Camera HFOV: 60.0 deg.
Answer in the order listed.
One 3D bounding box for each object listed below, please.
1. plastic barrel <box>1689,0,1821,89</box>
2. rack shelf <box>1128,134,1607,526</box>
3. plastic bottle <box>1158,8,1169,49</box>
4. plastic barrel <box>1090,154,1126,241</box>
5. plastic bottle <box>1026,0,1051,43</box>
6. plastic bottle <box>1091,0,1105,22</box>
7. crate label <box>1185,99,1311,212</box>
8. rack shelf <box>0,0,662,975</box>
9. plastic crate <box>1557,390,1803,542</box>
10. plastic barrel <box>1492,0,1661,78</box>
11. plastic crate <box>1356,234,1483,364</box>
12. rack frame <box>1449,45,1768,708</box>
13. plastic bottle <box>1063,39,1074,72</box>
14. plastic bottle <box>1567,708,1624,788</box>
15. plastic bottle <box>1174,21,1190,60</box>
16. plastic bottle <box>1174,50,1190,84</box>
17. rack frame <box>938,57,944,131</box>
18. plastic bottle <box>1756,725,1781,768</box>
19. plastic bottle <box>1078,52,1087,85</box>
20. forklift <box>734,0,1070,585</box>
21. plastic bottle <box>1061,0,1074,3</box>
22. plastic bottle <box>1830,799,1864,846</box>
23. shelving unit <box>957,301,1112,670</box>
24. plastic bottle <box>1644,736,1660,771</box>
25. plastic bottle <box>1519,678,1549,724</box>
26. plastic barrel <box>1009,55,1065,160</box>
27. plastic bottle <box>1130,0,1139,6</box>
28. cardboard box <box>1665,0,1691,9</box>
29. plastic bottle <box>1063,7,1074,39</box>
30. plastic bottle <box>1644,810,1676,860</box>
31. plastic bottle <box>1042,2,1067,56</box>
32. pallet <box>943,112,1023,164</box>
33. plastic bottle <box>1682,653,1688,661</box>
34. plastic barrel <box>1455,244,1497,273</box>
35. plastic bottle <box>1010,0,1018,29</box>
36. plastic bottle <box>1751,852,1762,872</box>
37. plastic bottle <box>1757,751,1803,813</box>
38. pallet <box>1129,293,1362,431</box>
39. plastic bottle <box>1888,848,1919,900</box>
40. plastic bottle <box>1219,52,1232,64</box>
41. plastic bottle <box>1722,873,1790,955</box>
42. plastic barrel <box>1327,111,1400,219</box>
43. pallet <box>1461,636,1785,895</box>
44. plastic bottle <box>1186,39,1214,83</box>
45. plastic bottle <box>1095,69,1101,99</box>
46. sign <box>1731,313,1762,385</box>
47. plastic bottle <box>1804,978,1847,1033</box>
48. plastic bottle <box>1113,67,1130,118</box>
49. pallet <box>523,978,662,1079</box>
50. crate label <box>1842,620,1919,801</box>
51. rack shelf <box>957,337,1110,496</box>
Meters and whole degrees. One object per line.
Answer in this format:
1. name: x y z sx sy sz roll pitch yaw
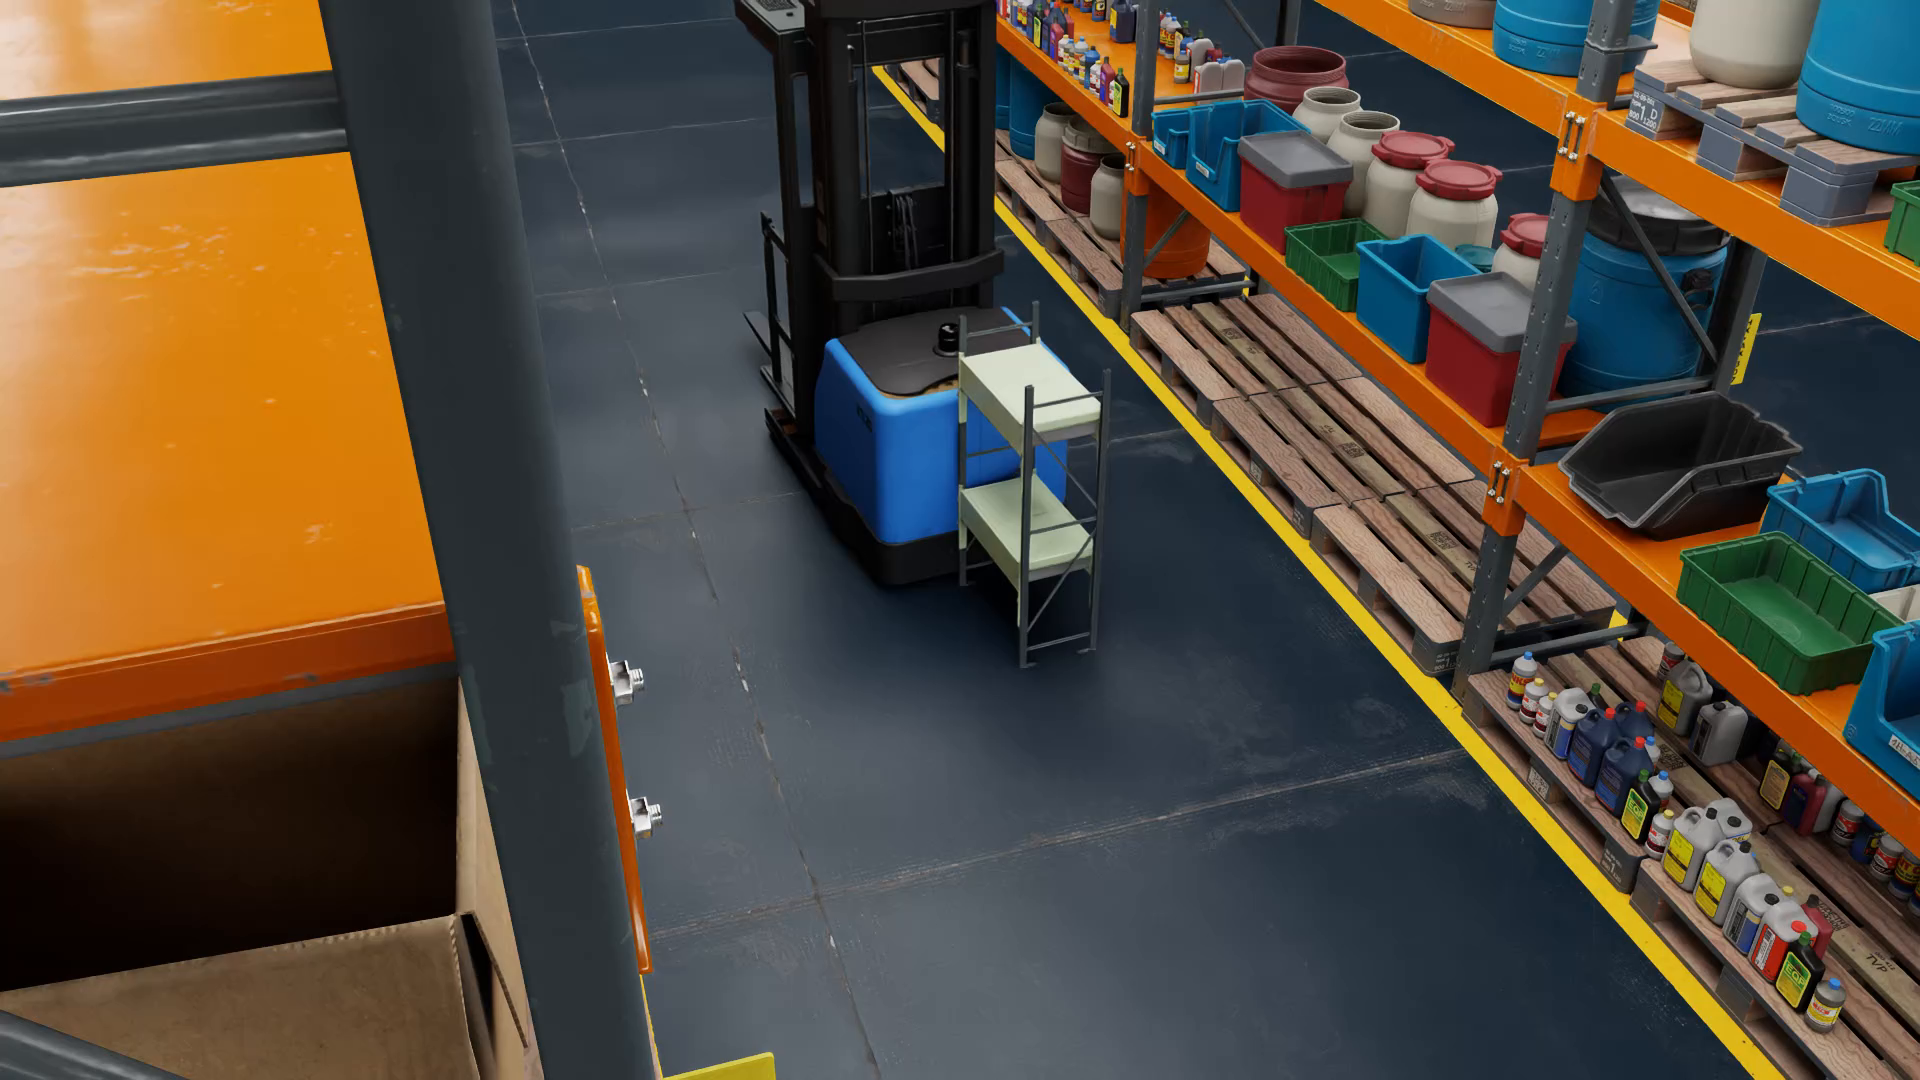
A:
1. plastic barrel: 2.700 -1.810 5.565 0.421 0.512 0.421 0 33 0
2. rack shelf: 2.146 -1.346 8.718 1.077 0.370 4.000 -10 35 -15
3. plastic bottle: 1.402 -3.543 11.497 0.061 0.283 0.133 -10 35 -15
4. plastic barrel: 1.113 -2.368 11.489 0.421 0.512 0.421 0 33 0
5. plastic bottle: 0.551 -3.674 11.633 0.144 0.351 0.185 -10 35 -15
6. plastic bottle: 1.007 -3.910 12.063 0.097 0.271 0.097 0 33 0
7. crate label: 1.581 -2.143 9.241 0.502 0.435 0.616 -10 35 -15
8. rack shelf: -1.353 -0.751 2.739 1.077 0.370 4.000 -10 35 -15
9. plastic crate: 2.794 -0.274 6.499 0.767 0.338 0.504 -10 35 -15
10. plastic barrel: 2.394 -2.287 6.314 0.600 0.901 0.708 -10 35 -15
11. plastic crate: 2.123 -1.116 7.732 0.392 0.384 0.575 -10 35 -15
12. rack frame: 2.756 -0.596 6.931 1.000 3.000 0.127 -10 35 -15
13. plastic bottle: 0.739 -3.245 11.120 0.097 0.201 0.097 0 33 0
14. plastic bottle: 2.607 0.820 6.793 0.144 0.351 0.185 -9 35 -13
15. plastic bottle: 1.502 -3.371 11.236 0.061 0.283 0.133 -10 35 -15
16. plastic bottle: 1.457 -3.107 10.911 0.097 0.201 0.097 0 33 0
17. rack frame: 0.315 -4.796 13.287 1.000 3.000 0.127 -10 35 -15
18. plastic bottle: 3.374 0.823 6.849 0.061 0.283 0.133 -8 34 -12
19. plastic bottle: 0.829 -3.092 10.888 0.097 0.201 0.097 0 33 0
20. forklift: -0.480 -1.802 8.819 1.130 2.935 3.031 -13 36 -19
21. plastic bottle: 0.826 -4.226 12.470 0.144 0.351 0.185 -10 35 -15
22. plastic bottle: 3.492 1.092 6.516 0.097 0.201 0.097 0 33 0
23. shelving unit: 0.320 -0.247 7.764 0.431 1.500 0.755 -13 36 -19
24. plastic bottle: 2.766 0.908 6.730 0.097 0.271 0.097 0 33 0
25. plastic bottle: 2.466 0.683 7.135 0.097 0.201 0.097 0 33 0
26. plastic barrel: 0.681 -3.435 12.751 0.600 0.901 0.708 -10 35 -15
27. plastic bottle: 1.243 -3.769 11.778 0.144 0.351 0.185 -10 35 -15
28. cardboard box: 5.558 -4.323 12.480 0.500 0.500 0.500 -11 35 -16
29. plastic bottle: 0.738 -3.509 11.446 0.061 0.283 0.133 -10 35 -15
30. plastic bottle: 2.728 1.133 6.453 0.097 0.201 0.097 0 33 0
31. plastic bottle: 0.648 -3.507 11.380 0.144 0.351 0.185 -10 35 -15
32. pallet: 0.511 -3.220 13.432 1.003 0.211 1.213 -10 35 -15
33. plastic bottle: 3.217 0.551 7.260 0.061 0.283 0.133 -8 34 -12
34. plastic barrel: 2.498 -1.259 8.059 0.301 0.262 0.301 0 33 0
35. plastic bottle: 0.447 -3.829 11.937 0.152 0.276 0.135 -10 35 -15
36. plastic bottle: 2.952 1.258 6.264 0.097 0.201 0.097 0 33 0
37. plastic bottle: 3.294 0.945 6.664 0.061 0.283 0.133 -10 35 -15
38. pallet: 1.735 -1.119 10.252 1.003 0.211 1.213 -10 35 -15
39. plastic bottle: 3.584 1.222 6.255 0.097 0.271 0.097 0 33 0
40. plastic bottle: 1.702 -2.989 10.669 0.097 0.271 0.097 0 33 0
41. plastic bottle: 2.905 1.357 6.047 0.152 0.276 0.135 -11 35 -16
42. plastic barrel: 2.181 -2.017 8.980 0.421 0.512 0.421 0 33 0
43. pallet: 2.921 0.927 7.155 1.003 0.211 1.213 -10 35 -15
44. plastic bottle: 1.570 -3.169 10.937 0.152 0.276 0.135 -10 35 -15
45. plastic bottle: 0.918 -2.938 10.656 0.097 0.201 0.097 0 33 0
46. sign: 3.283 -0.798 6.986 0.100 0.325 0.005 -10 35 -15
47. plastic bottle: 2.998 1.598 5.750 0.097 0.201 0.097 0 33 0
48. plastic bottle: 1.006 -2.788 10.354 0.061 0.283 0.133 -10 35 -15
49. pallet: -0.934 0.745 2.261 1.003 0.211 1.213 -10 35 -15
50. crate label: 3.157 0.569 5.136 0.502 0.435 0.616 -10 35 -15
51. rack shelf: 0.320 -0.573 7.549 0.431 0.370 0.720 -13 36 -19
